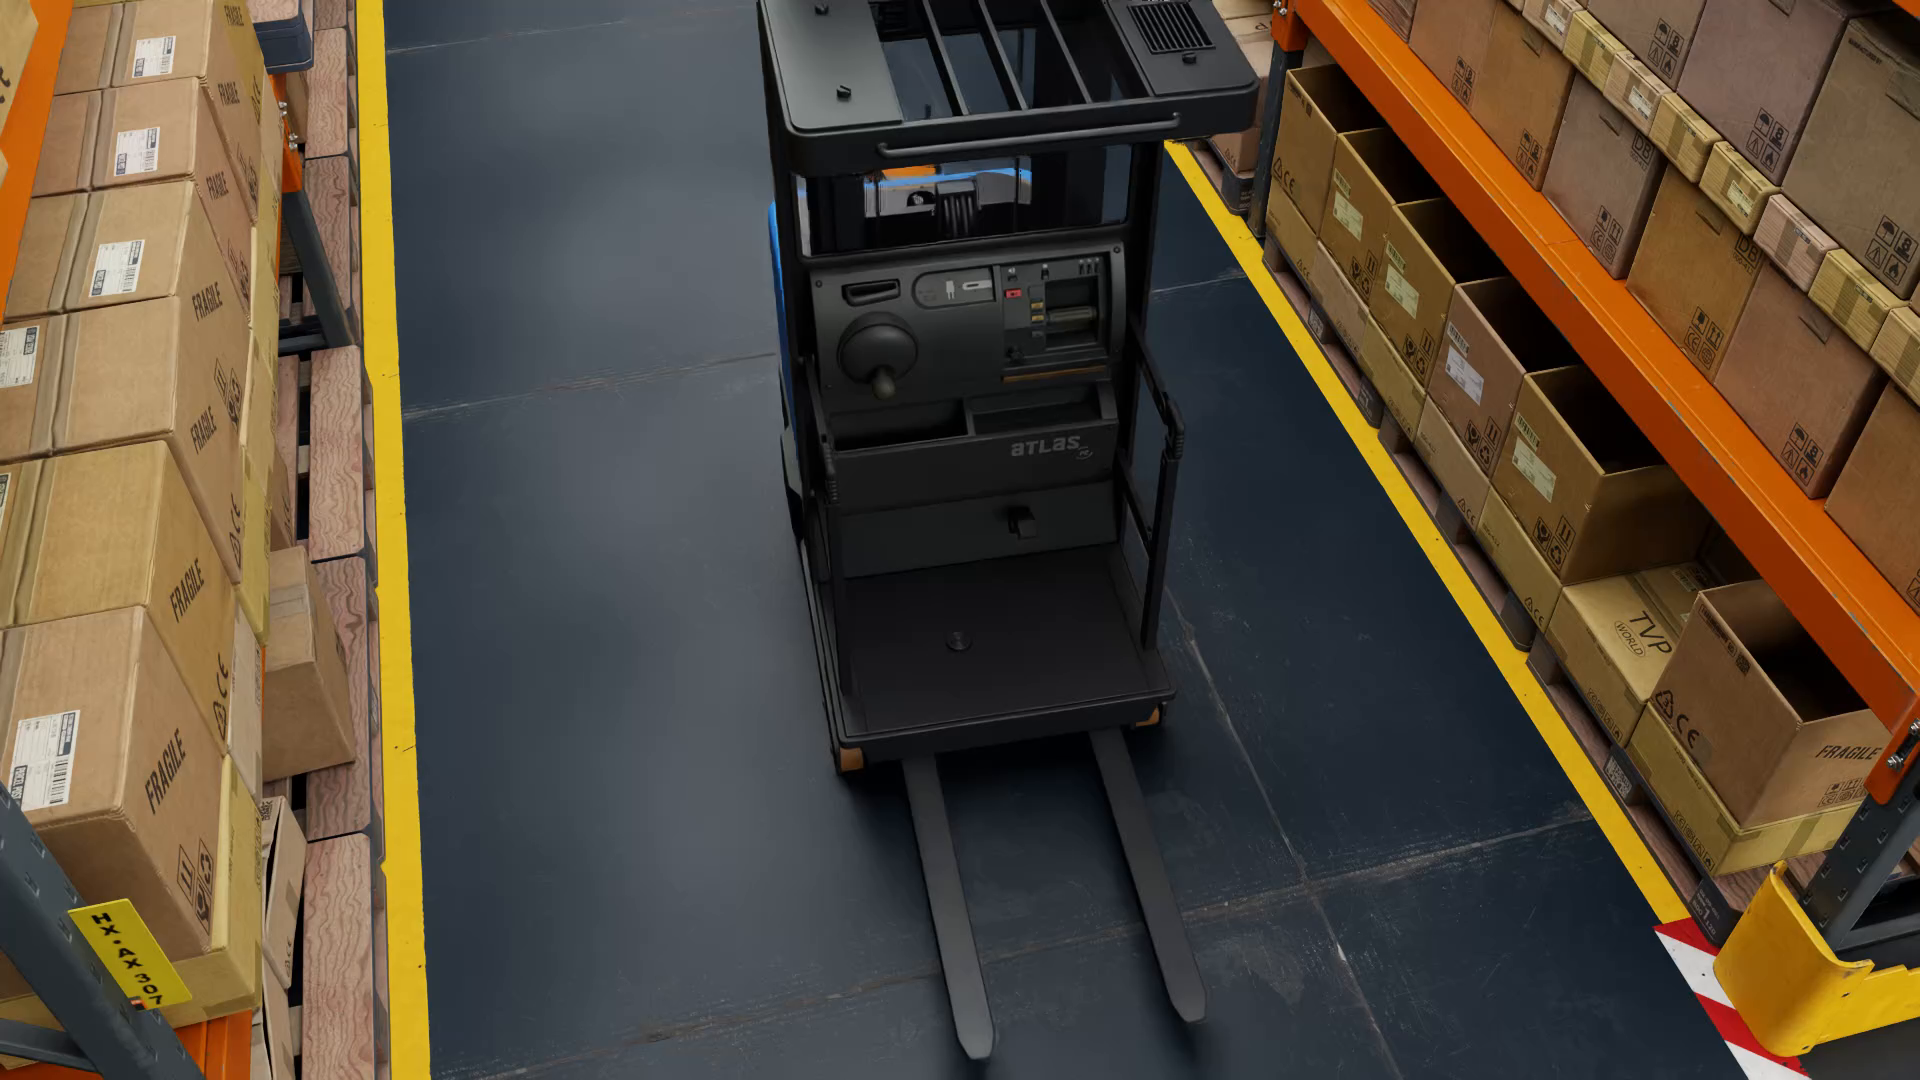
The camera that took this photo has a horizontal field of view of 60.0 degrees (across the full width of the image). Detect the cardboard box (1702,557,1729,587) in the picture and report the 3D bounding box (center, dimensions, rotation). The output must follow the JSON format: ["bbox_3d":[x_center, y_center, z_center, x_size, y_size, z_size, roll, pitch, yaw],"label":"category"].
[{"bbox_3d":[2.791,0.268,5.518,0.500,0.250,0.500,-11,47,-10],"label":"cardboard box"}]

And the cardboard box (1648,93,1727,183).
[{"bbox_3d":[2.230,-1.177,4.779,0.380,0.149,0.250,-10,46,-9],"label":"cardboard box"}]

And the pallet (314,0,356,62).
[{"bbox_3d":[-3.792,-2.891,8.935,1.003,0.211,1.213,-11,47,-10],"label":"pallet"}]

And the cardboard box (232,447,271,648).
[{"bbox_3d":[-2.032,0.058,4.184,0.500,0.250,0.500,-11,47,-11],"label":"cardboard box"}]

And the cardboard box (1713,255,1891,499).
[{"bbox_3d":[2.599,-0.513,4.583,0.700,0.500,0.500,-10,46,-9],"label":"cardboard box"}]

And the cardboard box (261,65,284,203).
[{"bbox_3d":[-2.552,-1.328,5.542,0.500,0.250,0.500,-11,47,-10],"label":"cardboard box"}]

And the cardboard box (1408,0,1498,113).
[{"bbox_3d":[2.082,-1.920,5.962,0.700,0.500,0.500,-11,47,-11],"label":"cardboard box"}]

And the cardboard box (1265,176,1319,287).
[{"bbox_3d":[1.647,-1.363,7.116,0.500,0.250,0.500,-11,47,-10],"label":"cardboard box"}]

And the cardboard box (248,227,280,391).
[{"bbox_3d":[-2.289,-0.638,4.866,0.500,0.250,0.500,-11,47,-11],"label":"cardboard box"}]

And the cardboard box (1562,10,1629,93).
[{"bbox_3d":[2.103,-1.526,5.121,0.380,0.149,0.250,-11,47,-11],"label":"cardboard box"}]

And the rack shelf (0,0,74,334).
[{"bbox_3d":[-2.455,-1.063,3.595,1.077,0.370,4.000,-11,47,-10],"label":"rack shelf"}]

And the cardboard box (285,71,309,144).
[{"bbox_3d":[-3.443,-2.137,7.686,0.700,0.500,0.500,-10,46,-10],"label":"cardboard box"}]

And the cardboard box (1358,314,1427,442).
[{"bbox_3d":[1.893,-0.670,6.438,0.500,0.250,0.500,-11,47,-10],"label":"cardboard box"}]

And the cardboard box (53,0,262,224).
[{"bbox_3d":[-2.413,-1.249,4.940,0.500,0.500,0.500,-11,47,-11],"label":"cardboard box"}]

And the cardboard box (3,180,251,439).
[{"bbox_3d":[-2.161,-0.540,4.245,0.500,0.500,0.500,-9,46,-9],"label":"cardboard box"}]

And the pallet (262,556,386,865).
[{"bbox_3d":[-2.445,0.632,5.483,1.003,0.211,1.213,-11,47,-10],"label":"pallet"}]

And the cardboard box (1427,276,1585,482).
[{"bbox_3d":[2.023,-0.588,5.832,0.500,0.500,0.500,-11,47,-10],"label":"cardboard box"}]

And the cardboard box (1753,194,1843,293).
[{"bbox_3d":[2.367,-0.814,4.423,0.380,0.149,0.250,-10,46,-10],"label":"cardboard box"}]

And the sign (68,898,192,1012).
[{"bbox_3d":[-1.418,0.714,2.844,0.100,0.325,0.005,-11,47,-10],"label":"sign"}]

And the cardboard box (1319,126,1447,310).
[{"bbox_3d":[1.773,-1.279,6.510,0.500,0.500,0.500,-11,47,-10],"label":"cardboard box"}]

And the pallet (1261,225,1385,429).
[{"bbox_3d":[1.984,-1.021,7.103,1.003,0.211,1.213,-11,47,-10],"label":"pallet"}]

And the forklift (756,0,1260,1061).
[{"bbox_3d":[0.074,-0.554,4.741,1.130,2.935,3.031,-8,46,-7],"label":"forklift"}]

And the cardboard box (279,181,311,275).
[{"bbox_3d":[-3.171,-1.429,6.993,0.700,0.500,0.500,-9,46,-9],"label":"cardboard box"}]

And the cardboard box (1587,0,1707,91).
[{"bbox_3d":[2.326,-1.698,4.835,0.700,0.500,0.500,-11,47,-10],"label":"cardboard box"}]

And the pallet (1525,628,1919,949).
[{"bbox_3d":[2.609,0.664,5.452,1.003,0.211,1.213,-11,47,-10],"label":"pallet"}]

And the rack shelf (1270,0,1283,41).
[{"bbox_3d":[1.309,-3.683,8.262,1.077,0.370,4.000,-11,47,-10],"label":"rack shelf"}]

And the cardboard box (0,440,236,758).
[{"bbox_3d":[-1.891,0.172,3.547,0.500,0.500,0.500,-11,47,-10],"label":"cardboard box"}]

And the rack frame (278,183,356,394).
[{"bbox_3d":[-2.967,-1.645,5.762,1.000,3.000,0.127,-11,47,-10],"label":"rack frame"}]

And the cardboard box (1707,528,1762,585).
[{"bbox_3d":[2.793,0.005,5.251,0.500,0.500,0.500,-11,47,-10],"label":"cardboard box"}]

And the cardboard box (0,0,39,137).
[{"bbox_3d":[-2.026,-0.987,2.933,0.500,0.500,0.500,-9,46,-8],"label":"cardboard box"}]

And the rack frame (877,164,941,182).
[{"bbox_3d":[-0.184,-1.043,6.422,0.240,1.200,0.006,-9,44,-9],"label":"rack frame"}]

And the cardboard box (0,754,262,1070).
[{"bbox_3d":[-1.761,0.767,3.489,0.500,0.250,0.500,-12,47,-11],"label":"cardboard box"}]

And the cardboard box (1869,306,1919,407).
[{"bbox_3d":[2.495,-0.463,4.080,0.380,0.149,0.250,-10,46,-9],"label":"cardboard box"}]

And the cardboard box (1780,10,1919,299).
[{"bbox_3d":[2.584,-1.004,4.156,0.700,0.500,0.500,-12,47,-11],"label":"cardboard box"}]

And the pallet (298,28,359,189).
[{"bbox_3d":[-3.483,-2.050,8.112,1.003,0.211,1.213,-11,47,-10],"label":"pallet"}]

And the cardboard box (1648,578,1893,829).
[{"bbox_3d":[2.420,0.445,4.820,0.500,0.500,0.500,-11,47,-10],"label":"cardboard box"}]

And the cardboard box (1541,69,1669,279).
[{"bbox_3d":[2.339,-1.220,5.275,0.700,0.500,0.500,-9,46,-9],"label":"cardboard box"}]

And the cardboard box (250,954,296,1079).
[{"bbox_3d":[-2.033,1.409,4.343,0.500,0.311,0.500,-16,48,-15],"label":"cardboard box"}]

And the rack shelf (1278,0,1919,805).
[{"bbox_3d":[2.333,-0.921,5.556,1.077,0.370,4.000,-11,47,-10],"label":"rack shelf"}]

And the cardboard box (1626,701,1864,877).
[{"bbox_3d":[2.422,0.707,5.088,0.500,0.250,0.500,-11,47,-10],"label":"cardboard box"}]

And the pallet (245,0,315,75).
[{"bbox_3d":[-3.022,-2.132,6.374,1.003,0.211,1.213,-11,47,-10],"label":"pallet"}]

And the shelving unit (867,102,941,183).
[{"bbox_3d":[-0.203,-1.105,6.487,0.258,1.200,0.189,-9,44,-9],"label":"shelving unit"}]

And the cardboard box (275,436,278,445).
[{"bbox_3d":[-2.801,-0.444,6.260,0.380,0.166,0.250,-16,48,-15],"label":"cardboard box"}]

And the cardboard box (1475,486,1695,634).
[{"bbox_3d":[2.153,0.019,5.762,0.500,0.250,0.500,-11,47,-10],"label":"cardboard box"}]

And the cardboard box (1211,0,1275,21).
[{"bbox_3d":[1.301,-2.520,7.858,0.500,0.311,0.500,-10,46,-9],"label":"cardboard box"}]

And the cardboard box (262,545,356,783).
[{"bbox_3d":[-2.318,0.434,5.167,0.700,0.500,0.500,-13,47,-13],"label":"cardboard box"}]

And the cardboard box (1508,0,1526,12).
[{"bbox_3d":[1.965,-1.890,5.477,0.380,0.149,0.250,-12,47,-12],"label":"cardboard box"}]
